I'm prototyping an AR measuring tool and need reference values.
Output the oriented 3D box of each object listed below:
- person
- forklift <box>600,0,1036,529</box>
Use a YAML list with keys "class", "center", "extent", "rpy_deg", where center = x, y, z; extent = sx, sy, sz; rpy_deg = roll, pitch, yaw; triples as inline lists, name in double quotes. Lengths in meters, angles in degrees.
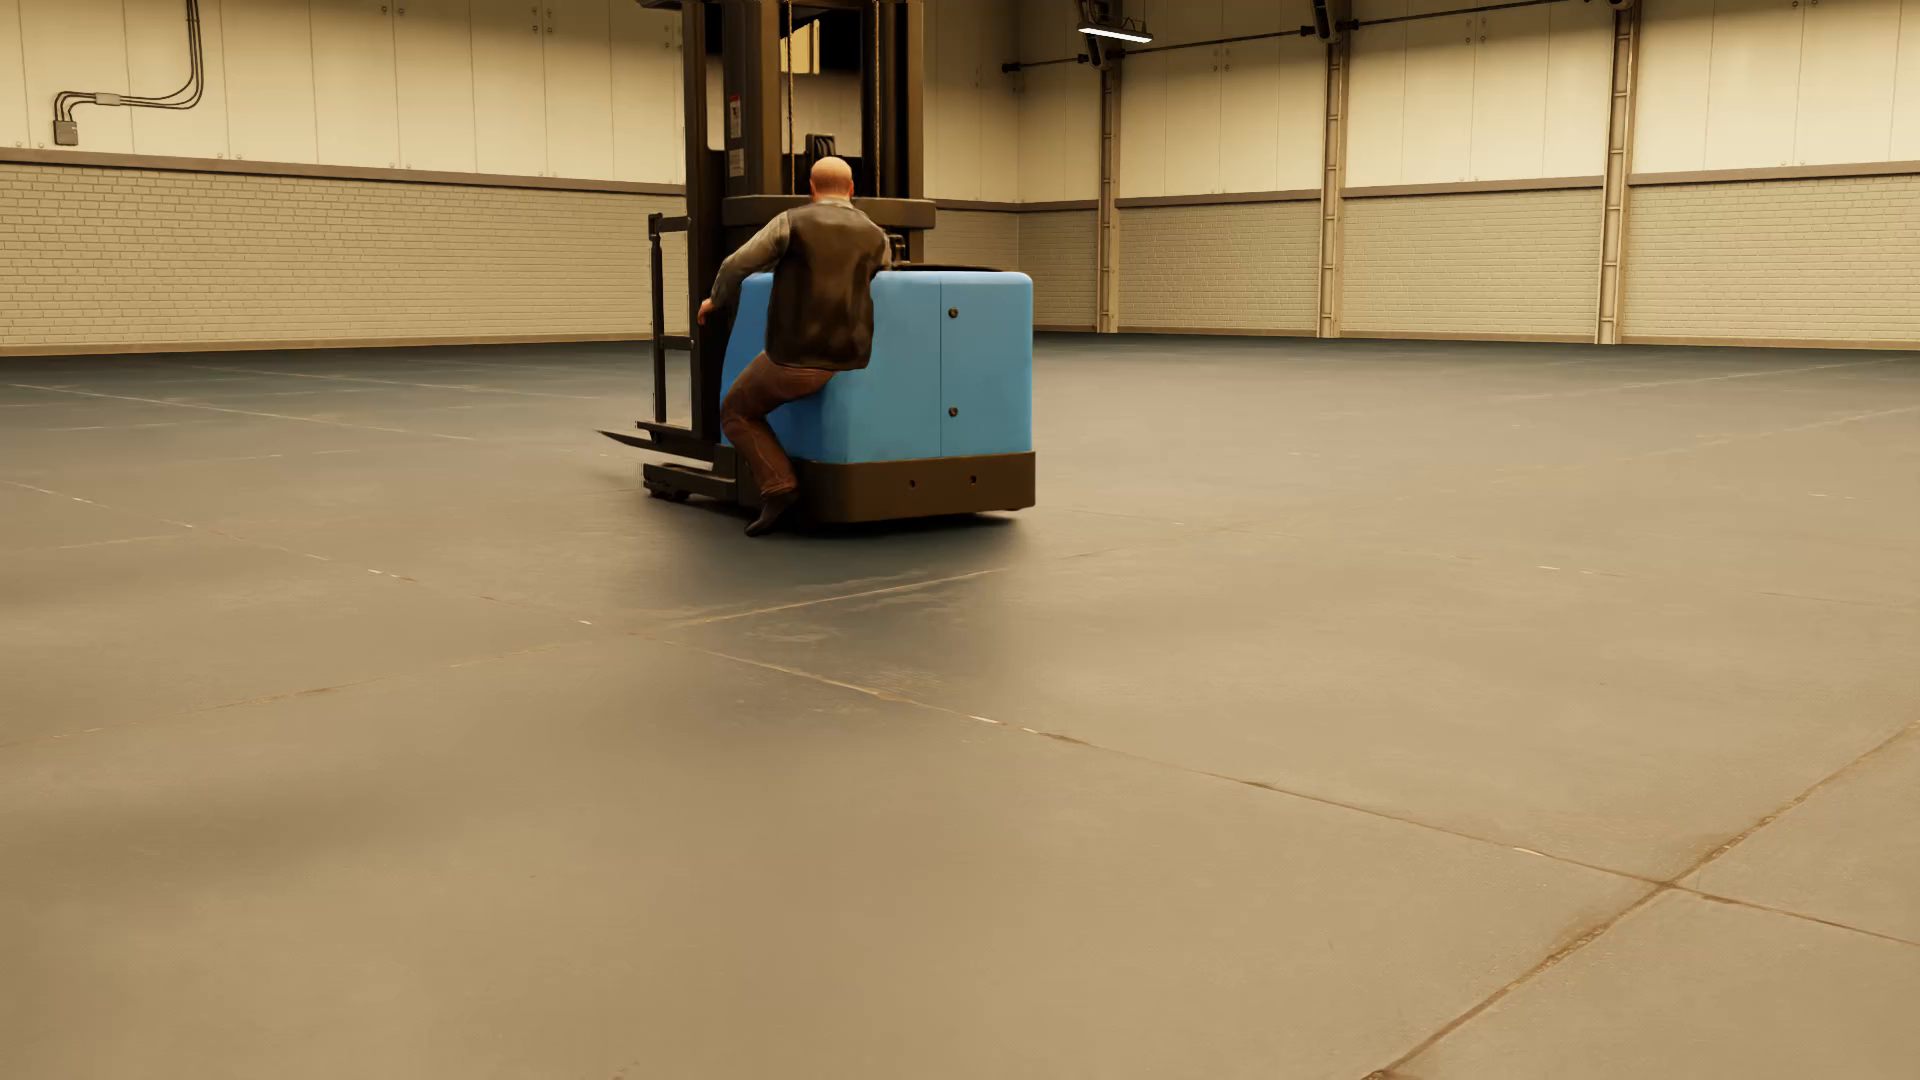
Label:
- class: "person"
  center: [-0.595, -0.788, 6.870]
  extent: [0.930, 1.552, 0.717]
  rpy_deg: [-2, 9, -16]
- class: "forklift"
  center: [-0.895, -1.672, 7.975]
  extent: [1.130, 2.935, 3.031]
  rpy_deg: [-6, 10, -33]
